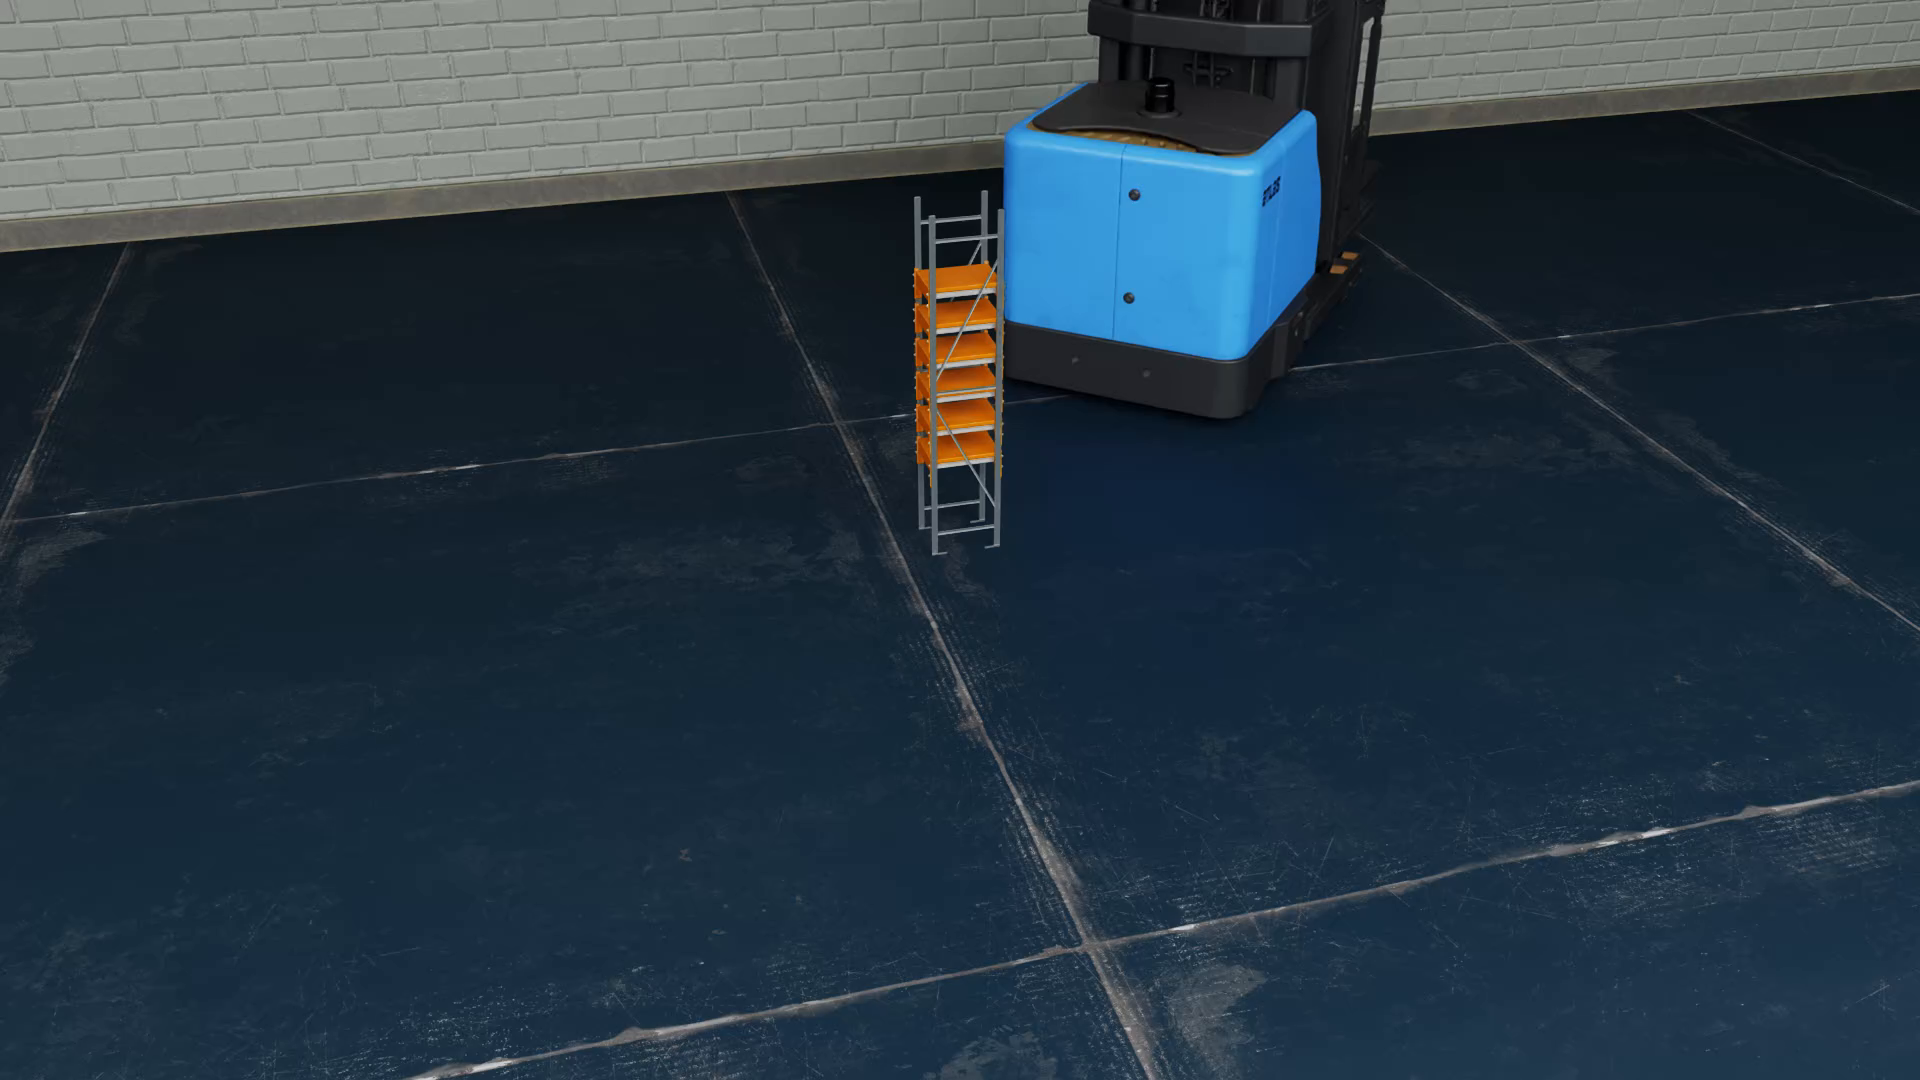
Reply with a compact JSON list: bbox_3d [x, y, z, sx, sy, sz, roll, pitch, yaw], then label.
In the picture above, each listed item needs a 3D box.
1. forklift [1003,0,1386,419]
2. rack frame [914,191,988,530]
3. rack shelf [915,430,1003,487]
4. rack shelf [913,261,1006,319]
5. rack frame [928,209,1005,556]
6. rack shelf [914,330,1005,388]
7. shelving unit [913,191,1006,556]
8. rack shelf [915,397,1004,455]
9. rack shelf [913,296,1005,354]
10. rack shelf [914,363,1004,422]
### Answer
[{"bbox_3d":[1.249,-2.452,7.060,1.130,2.935,3.031,14,33,22],"label":"forklift"},{"bbox_3d":[-0.028,-0.570,5.538,0.240,1.200,0.006,-8,31,-13],"label":"rack frame"},{"bbox_3d":[-0.004,-0.280,5.604,0.258,0.103,0.180,-8,31,-13],"label":"rack shelf"},{"bbox_3d":[-0.004,-0.799,5.303,0.258,0.103,0.180,-8,31,-13],"label":"rack shelf"},{"bbox_3d":[0.020,-0.482,5.385,0.240,1.200,0.006,-8,31,-13],"label":"rack frame"},{"bbox_3d":[-0.004,-0.592,5.424,0.258,0.103,0.180,-8,31,-13],"label":"rack shelf"},{"bbox_3d":[-0.004,-0.526,5.462,0.258,1.200,0.189,-8,31,-13],"label":"shelving unit"},{"bbox_3d":[-0.004,-0.384,5.544,0.258,0.103,0.180,-8,31,-13],"label":"rack shelf"},{"bbox_3d":[-0.004,-0.696,5.364,0.258,0.103,0.180,-8,31,-13],"label":"rack shelf"},{"bbox_3d":[-0.004,-0.488,5.484,0.258,0.103,0.180,-8,31,-13],"label":"rack shelf"}]
